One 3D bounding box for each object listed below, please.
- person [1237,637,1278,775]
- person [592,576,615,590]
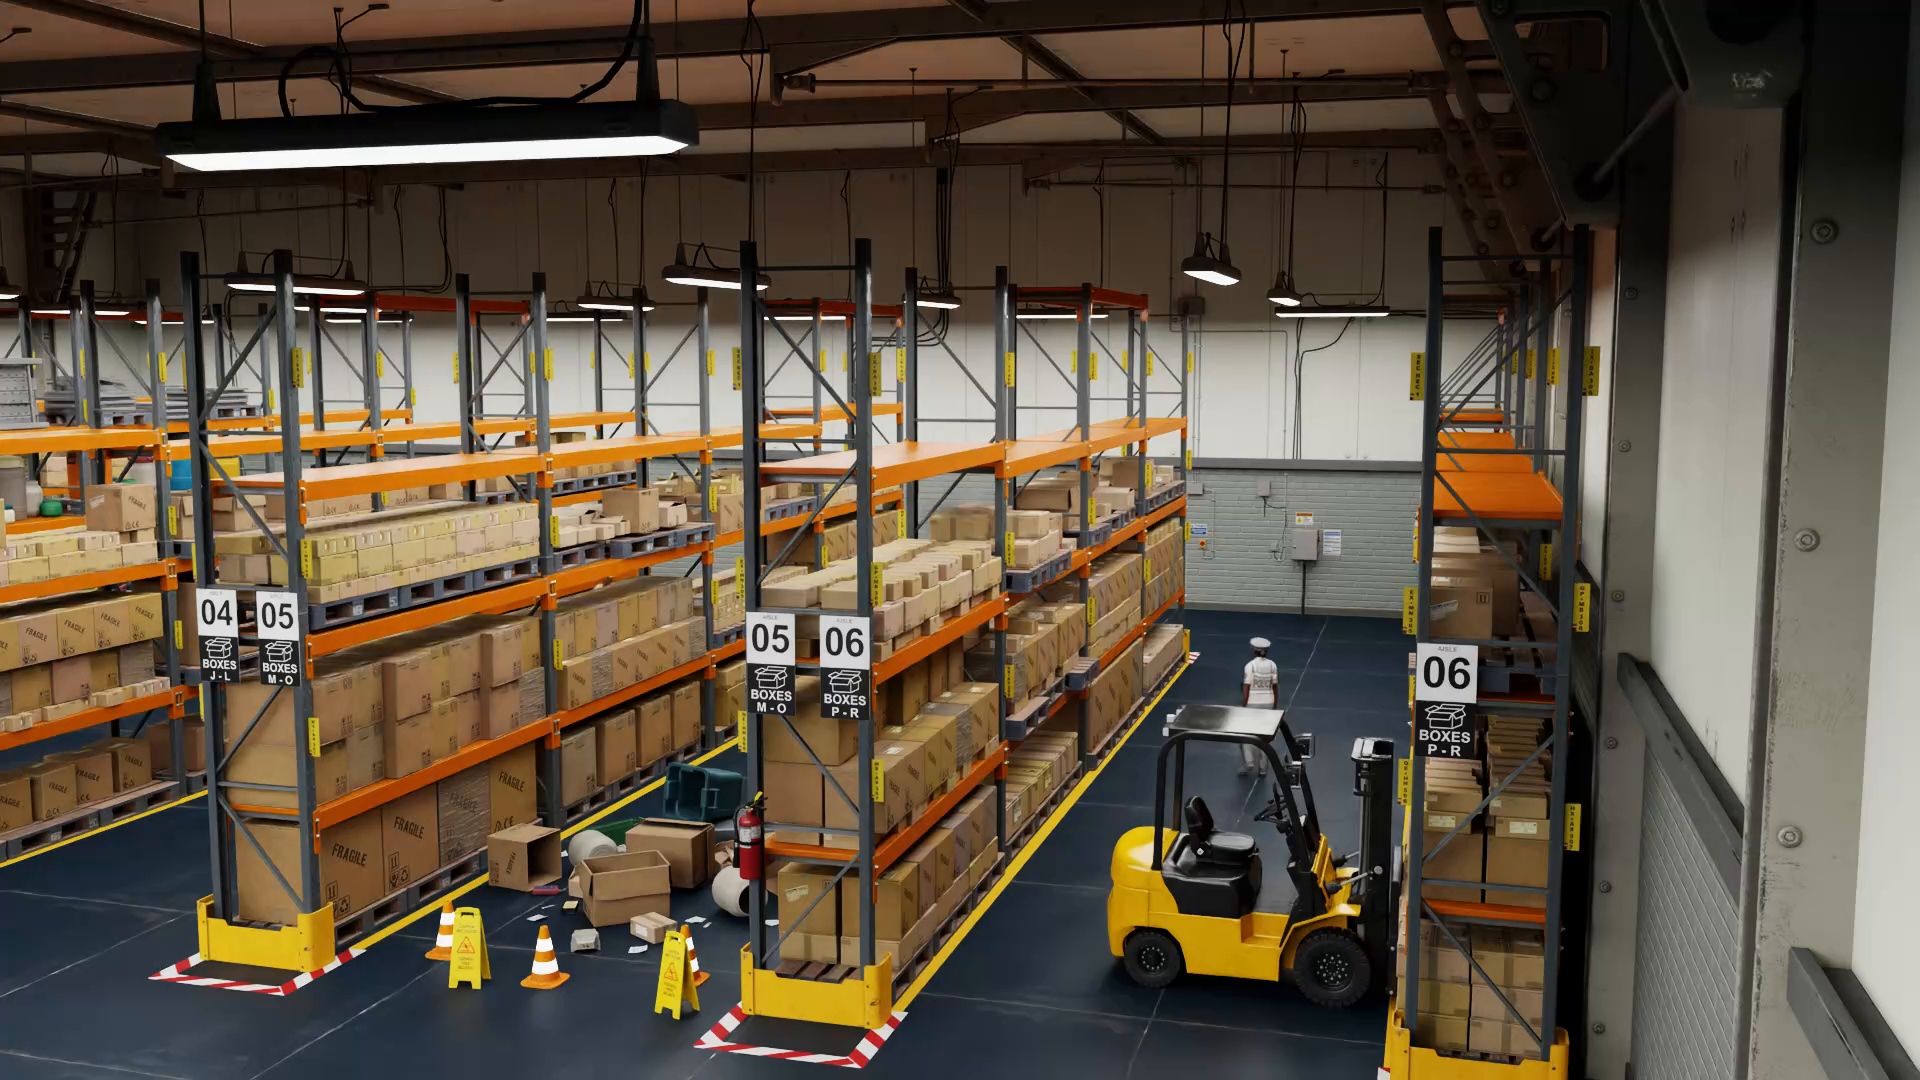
[{"bbox_3d":[3.668,2.056,20.474,0.505,1.702,0.383,-2,7,-14],"label":"person"},{"bbox_3d":[-5.717,1.281,27.352,0.680,1.667,0.697,3,7,24],"label":"person"}]
